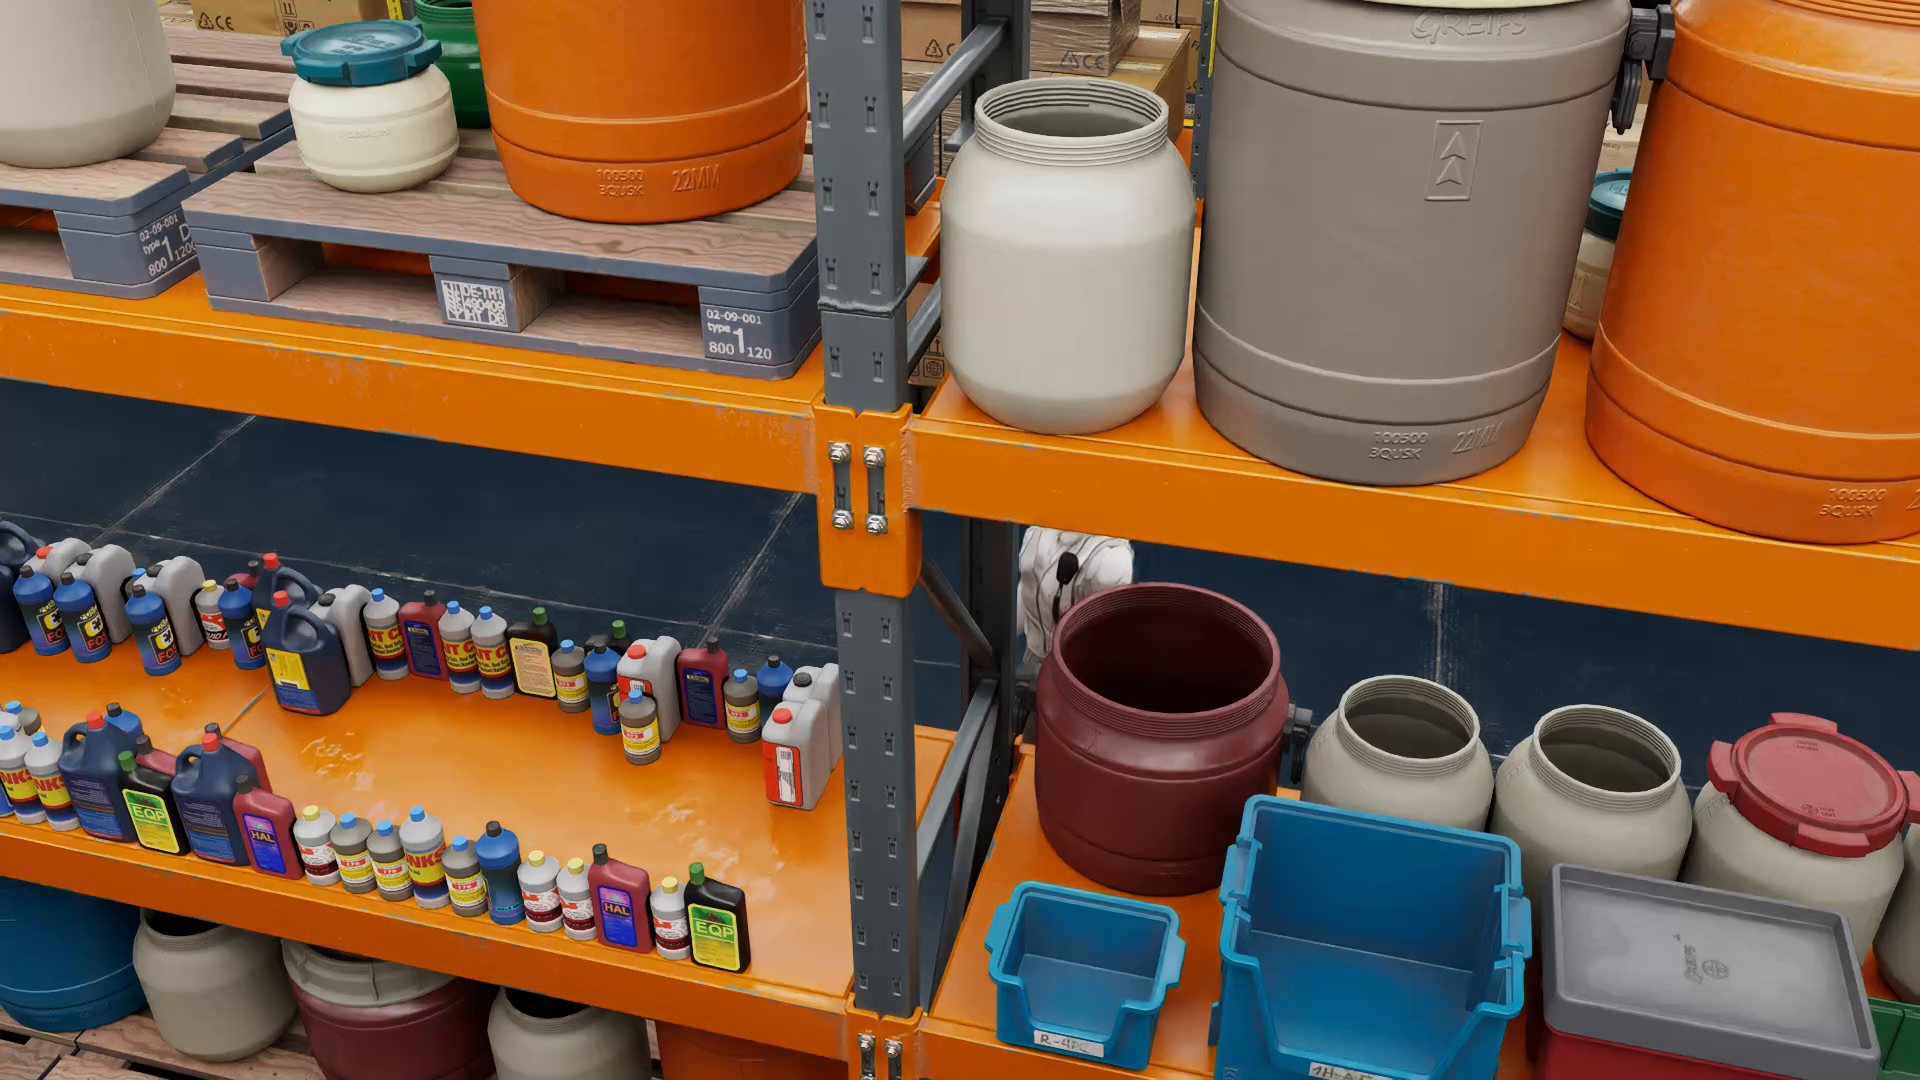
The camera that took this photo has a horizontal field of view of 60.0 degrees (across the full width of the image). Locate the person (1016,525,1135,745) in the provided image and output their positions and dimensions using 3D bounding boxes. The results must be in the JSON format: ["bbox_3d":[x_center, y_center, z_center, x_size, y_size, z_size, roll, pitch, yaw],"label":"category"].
[{"bbox_3d":[0.329,0.399,5.473,0.561,1.666,0.573,-22,39,-30],"label":"person"}]
